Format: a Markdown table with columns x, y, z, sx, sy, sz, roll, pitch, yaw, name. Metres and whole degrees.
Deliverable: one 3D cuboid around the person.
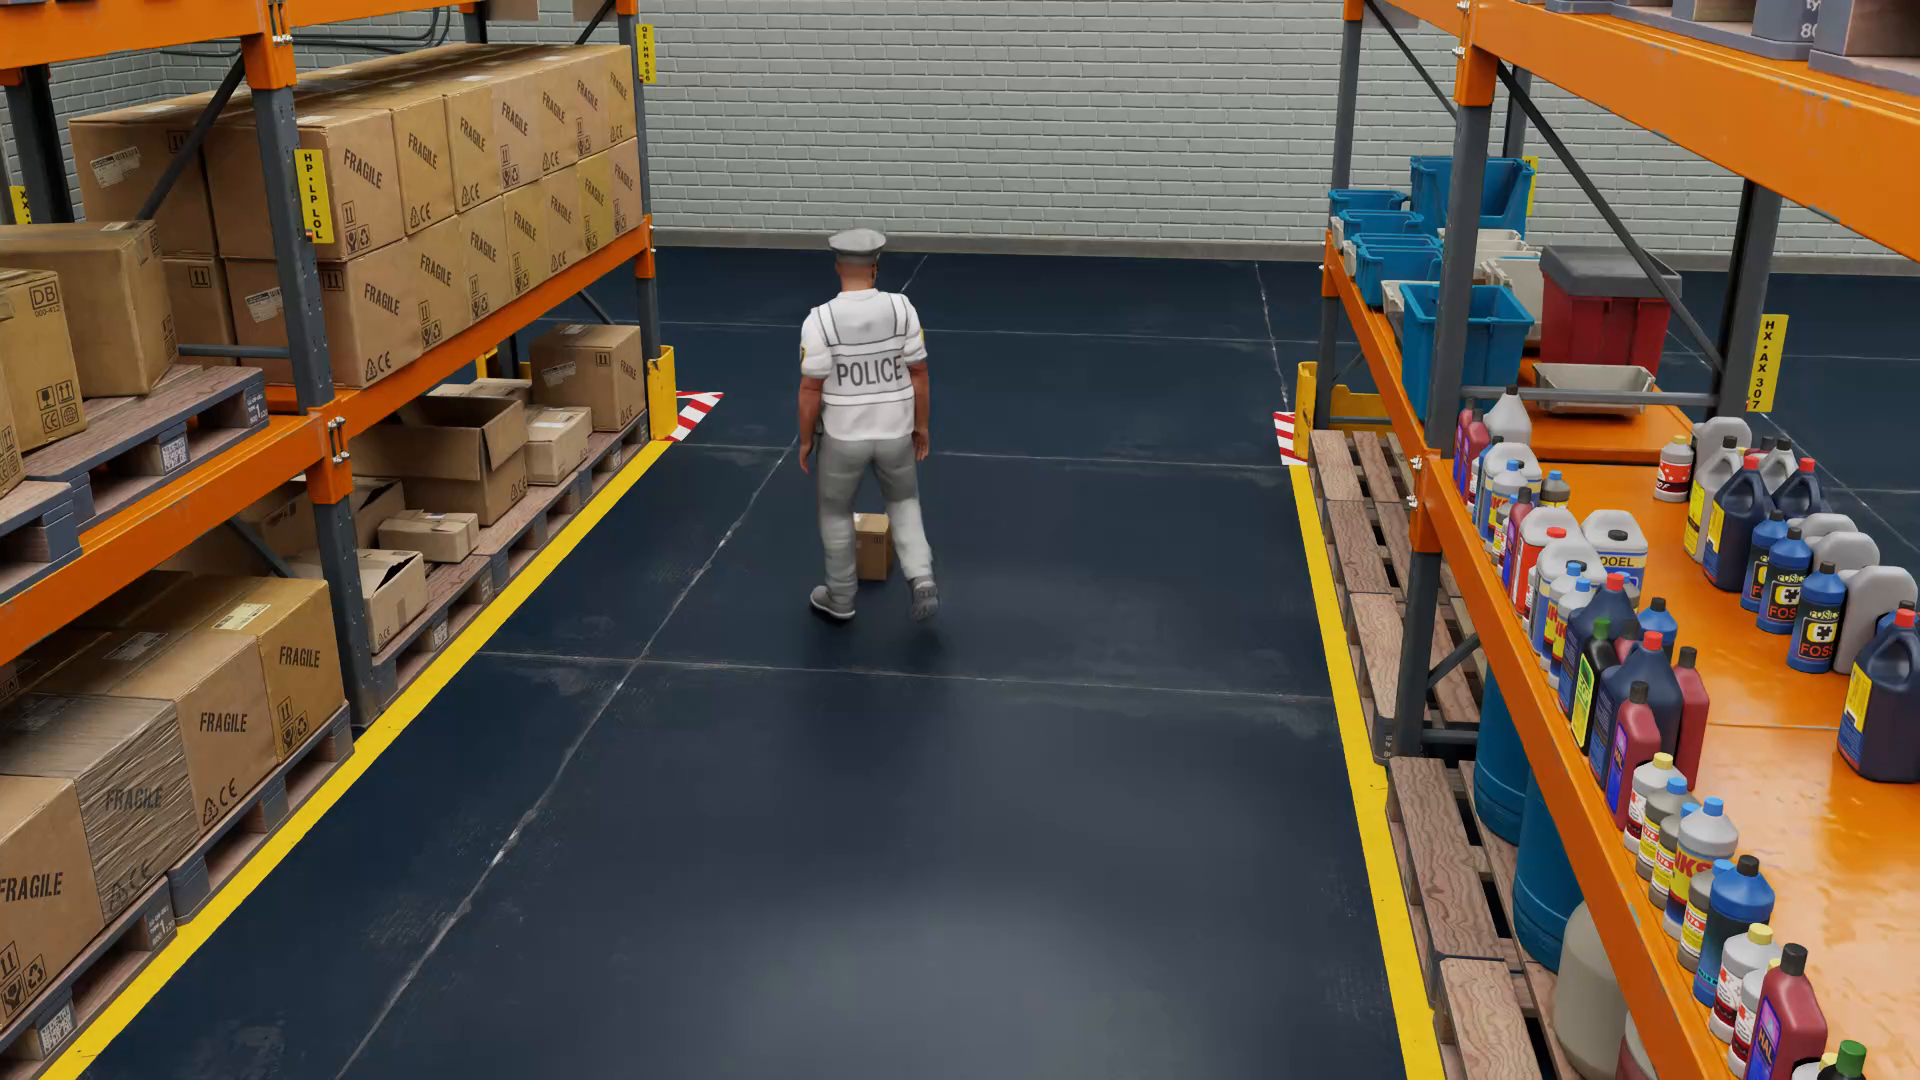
| x | y | z | sx | sy | sz | roll | pitch | yaw | name |
| --- | --- | --- | --- | --- | --- | --- | --- | --- | --- |
| -0.410 | -0.460 | 7.213 | 0.589 | 1.743 | 0.654 | -8 | 22 | -19 | person |
